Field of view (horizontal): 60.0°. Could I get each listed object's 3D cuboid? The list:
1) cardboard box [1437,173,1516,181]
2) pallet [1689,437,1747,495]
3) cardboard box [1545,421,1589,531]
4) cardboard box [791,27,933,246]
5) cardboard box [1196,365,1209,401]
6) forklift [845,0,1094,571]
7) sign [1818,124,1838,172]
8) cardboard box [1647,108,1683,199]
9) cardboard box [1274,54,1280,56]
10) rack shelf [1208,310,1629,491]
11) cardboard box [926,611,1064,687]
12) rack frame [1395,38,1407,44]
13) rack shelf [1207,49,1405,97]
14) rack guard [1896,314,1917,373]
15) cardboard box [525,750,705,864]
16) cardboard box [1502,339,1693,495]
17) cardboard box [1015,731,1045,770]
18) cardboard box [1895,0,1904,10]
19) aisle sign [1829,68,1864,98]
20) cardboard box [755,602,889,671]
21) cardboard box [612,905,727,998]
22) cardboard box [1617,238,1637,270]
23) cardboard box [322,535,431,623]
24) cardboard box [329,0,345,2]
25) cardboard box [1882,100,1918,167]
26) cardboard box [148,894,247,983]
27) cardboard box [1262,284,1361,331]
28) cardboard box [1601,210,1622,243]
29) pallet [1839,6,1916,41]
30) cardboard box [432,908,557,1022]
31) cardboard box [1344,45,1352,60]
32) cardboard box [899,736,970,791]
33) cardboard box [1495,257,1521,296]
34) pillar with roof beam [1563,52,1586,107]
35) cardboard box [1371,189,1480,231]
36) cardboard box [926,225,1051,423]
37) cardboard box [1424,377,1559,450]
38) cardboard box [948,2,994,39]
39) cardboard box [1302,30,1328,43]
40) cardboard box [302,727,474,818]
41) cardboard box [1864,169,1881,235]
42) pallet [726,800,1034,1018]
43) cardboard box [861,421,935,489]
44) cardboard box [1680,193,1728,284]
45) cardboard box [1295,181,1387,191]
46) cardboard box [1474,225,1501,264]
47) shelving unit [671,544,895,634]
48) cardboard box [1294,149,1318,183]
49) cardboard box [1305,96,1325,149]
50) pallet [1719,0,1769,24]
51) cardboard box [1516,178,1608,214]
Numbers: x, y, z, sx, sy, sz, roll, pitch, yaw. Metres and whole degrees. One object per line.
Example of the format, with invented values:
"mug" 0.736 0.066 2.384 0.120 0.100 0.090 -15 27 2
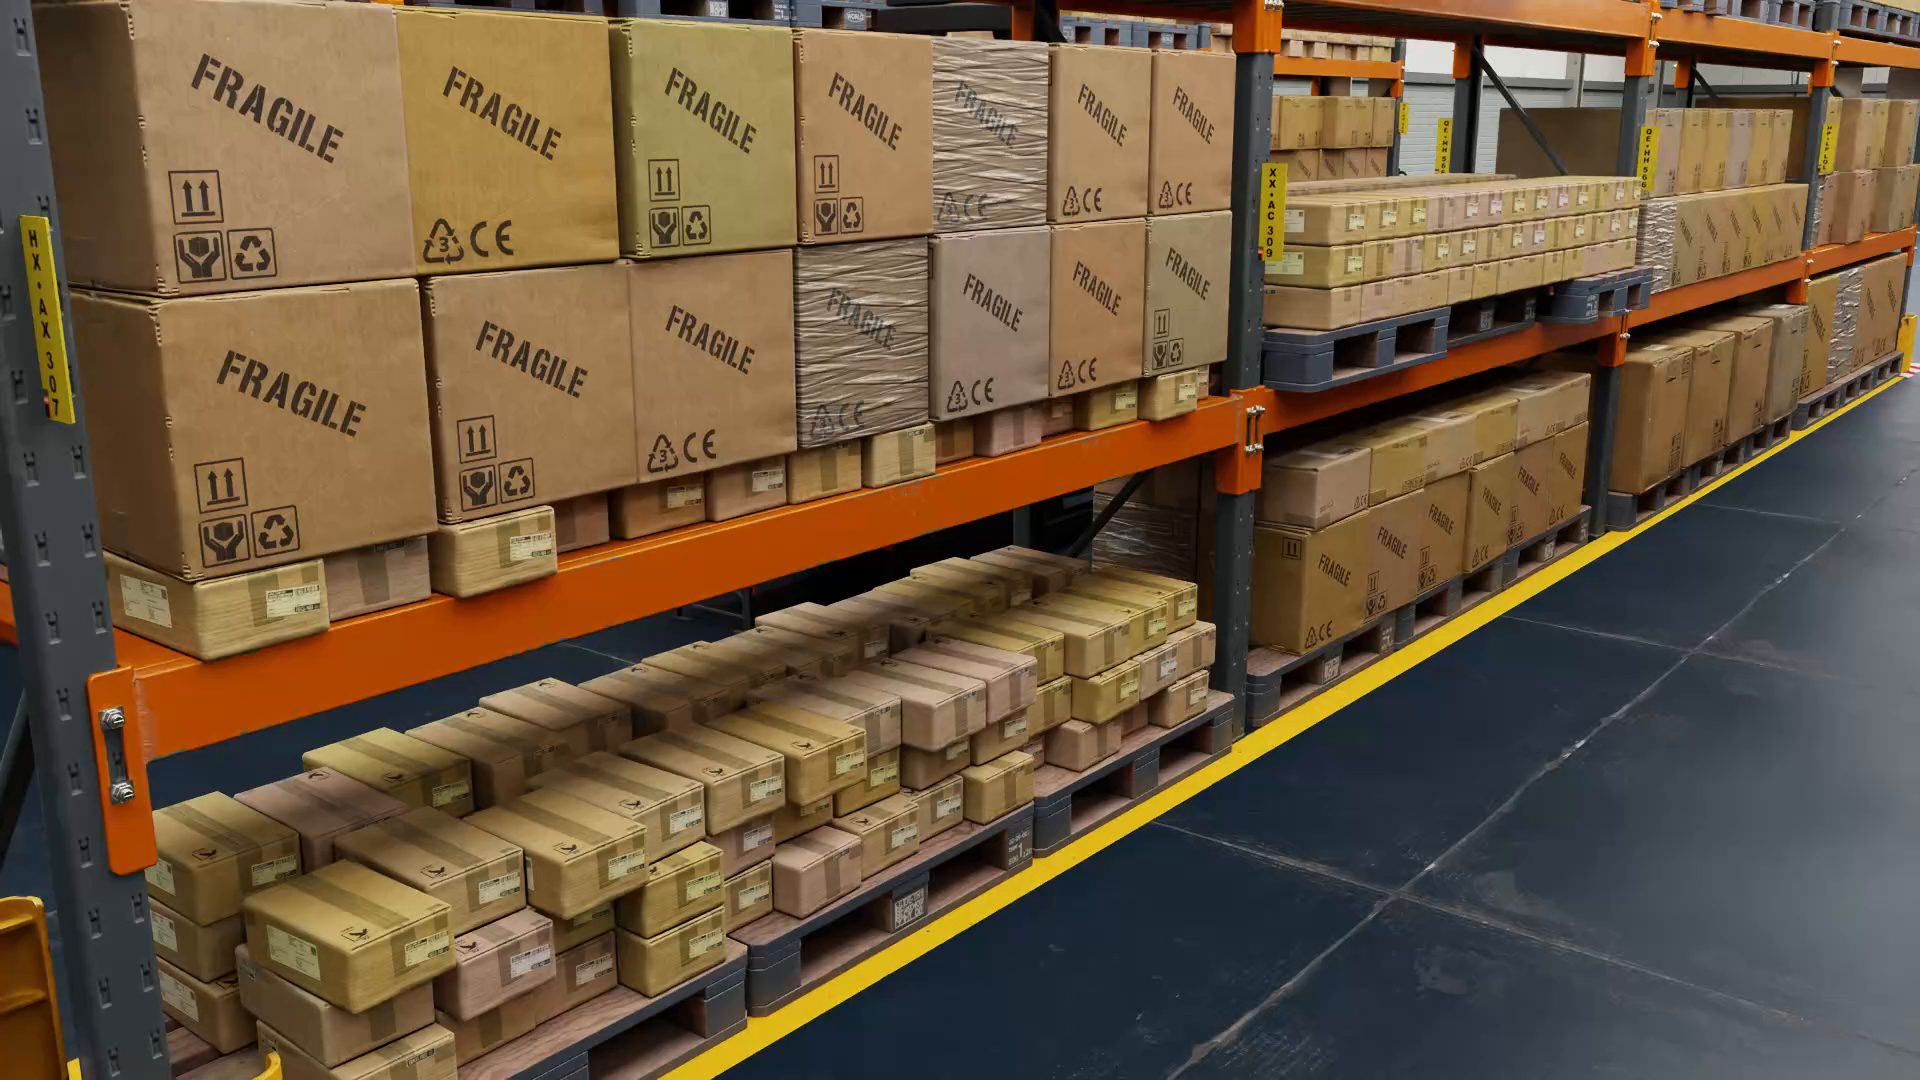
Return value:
"cardboard box" 2.706 -1.857 8.791 0.380 0.149 0.250 11 18 38
"pallet" 4.471 -0.567 10.926 1.003 0.211 1.213 11 18 38
"cardboard box" 2.939 -0.372 8.719 0.500 0.500 0.500 11 18 37
"cardboard box" -0.416 -1.028 4.241 0.500 0.500 0.500 11 18 36
"cardboard box" 0.638 -0.568 5.776 0.380 0.149 0.250 11 18 37
"forklift" 0.368 -1.546 9.256 1.130 2.935 3.031 10 17 35
"sign" 6.092 -2.753 11.678 0.100 0.325 0.005 11 18 38
"cardboard box" 3.756 -2.261 9.697 0.700 0.500 0.500 11 18 37
"cardboard box" 2.779 -4.610 15.597 0.380 0.149 0.250 11 18 36
"rack shelf" 1.893 -0.815 7.699 1.077 0.370 4.000 11 18 38
"cardboard box" 0.110 0.359 5.345 0.380 0.149 0.250 12 19 39
"rack frame" 4.264 -6.733 17.350 1.000 3.000 0.127 11 18 38
"rack shelf" 3.007 -4.547 16.300 1.077 0.370 4.000 11 18 38
"rack guard" 8.193 -1.872 15.475 1.175 0.500 0.348 11 18 38
"cardboard box" -0.856 0.668 4.132 0.380 0.149 0.250 10 17 35
"cardboard box" 3.602 -0.762 9.748 1.050 0.750 0.750 11 18 37
"cardboard box" 0.050 0.655 5.391 0.380 0.149 0.250 11 18 36
"cardboard box" 7.113 -4.205 12.945 0.380 0.149 0.250 12 18 38
"aisle sign" 7.989 -4.399 15.065 0.394 0.787 0.004 11 18 38
"cardboard box" -0.452 0.333 5.451 0.380 0.149 0.250 12 18 39
"cardboard box" -0.803 0.970 4.151 0.380 0.149 0.250 12 18 38
"cardboard box" 3.197 -1.463 8.446 0.380 0.149 0.250 12 18 38
"cardboard box" -1.292 0.041 3.380 0.380 0.149 0.250 12 19 40
"cardboard box" -5.148 -4.382 13.685 0.380 0.149 0.250 11 18 38
"cardboard box" 7.640 -3.490 14.271 0.875 0.550 0.550 11 18 38
"cardboard box" -1.769 0.874 3.922 0.380 0.149 0.250 11 18 36
"cardboard box" 1.241 -0.866 6.099 0.380 0.149 0.250 10 17 35
"cardboard box" 3.027 -1.556 8.209 0.380 0.149 0.250 12 19 40
"pallet" 6.953 -4.111 13.301 1.003 0.211 1.213 11 18 38
"cardboard box" -1.133 0.915 3.761 0.380 0.149 0.250 11 18 37
"cardboard box" 3.722 -4.909 16.773 0.380 0.149 0.250 11 18 38
"cardboard box" -0.193 0.604 4.987 0.380 0.149 0.250 10 17 35
"cardboard box" 2.218 -1.165 7.275 0.380 0.149 0.250 10 17 35
"pillar with roof beam" 17.695 -11.436 35.865 9.100 9.000 0.400 11 18 38
"cardboard box" 1.894 -1.354 6.811 0.380 0.149 0.250 11 18 37
"cardboard box" -0.090 -0.642 4.752 0.500 0.500 0.500 11 18 37
"cardboard box" 2.615 -0.632 8.219 0.500 0.250 0.500 12 18 38
"cardboard box" -0.161 -3.975 12.384 0.700 0.500 0.500 11 18 38
"cardboard box" 3.197 -4.918 15.996 0.500 0.250 0.500 11 18 38
"cardboard box" -1.476 0.626 4.294 0.380 0.149 0.250 11 18 36
"cardboard box" 7.201 -2.877 14.050 0.875 0.550 0.550 11 18 38
"pallet" -0.525 0.940 4.995 1.003 0.211 1.213 11 18 38
"cardboard box" -0.288 -0.257 4.553 0.380 0.149 0.250 12 18 39
"cardboard box" 4.276 -1.833 10.045 0.500 0.500 0.500 11 18 37
"cardboard box" 1.724 -1.559 7.616 0.380 0.149 0.250 11 18 37
"cardboard box" 2.062 -1.263 7.054 0.380 0.149 0.250 11 18 37
"shelving unit" -0.830 -0.254 7.837 0.538 1.125 1.048 10 17 35
"cardboard box" 3.169 -3.587 16.342 0.500 0.500 0.500 12 18 38
"cardboard box" 3.127 -4.087 16.283 0.700 0.500 0.500 11 18 37
"pallet" 4.214 -3.255 10.135 1.003 0.211 1.213 12 19 40
"cardboard box" 2.874 -1.654 7.990 0.380 0.149 0.250 12 19 39
